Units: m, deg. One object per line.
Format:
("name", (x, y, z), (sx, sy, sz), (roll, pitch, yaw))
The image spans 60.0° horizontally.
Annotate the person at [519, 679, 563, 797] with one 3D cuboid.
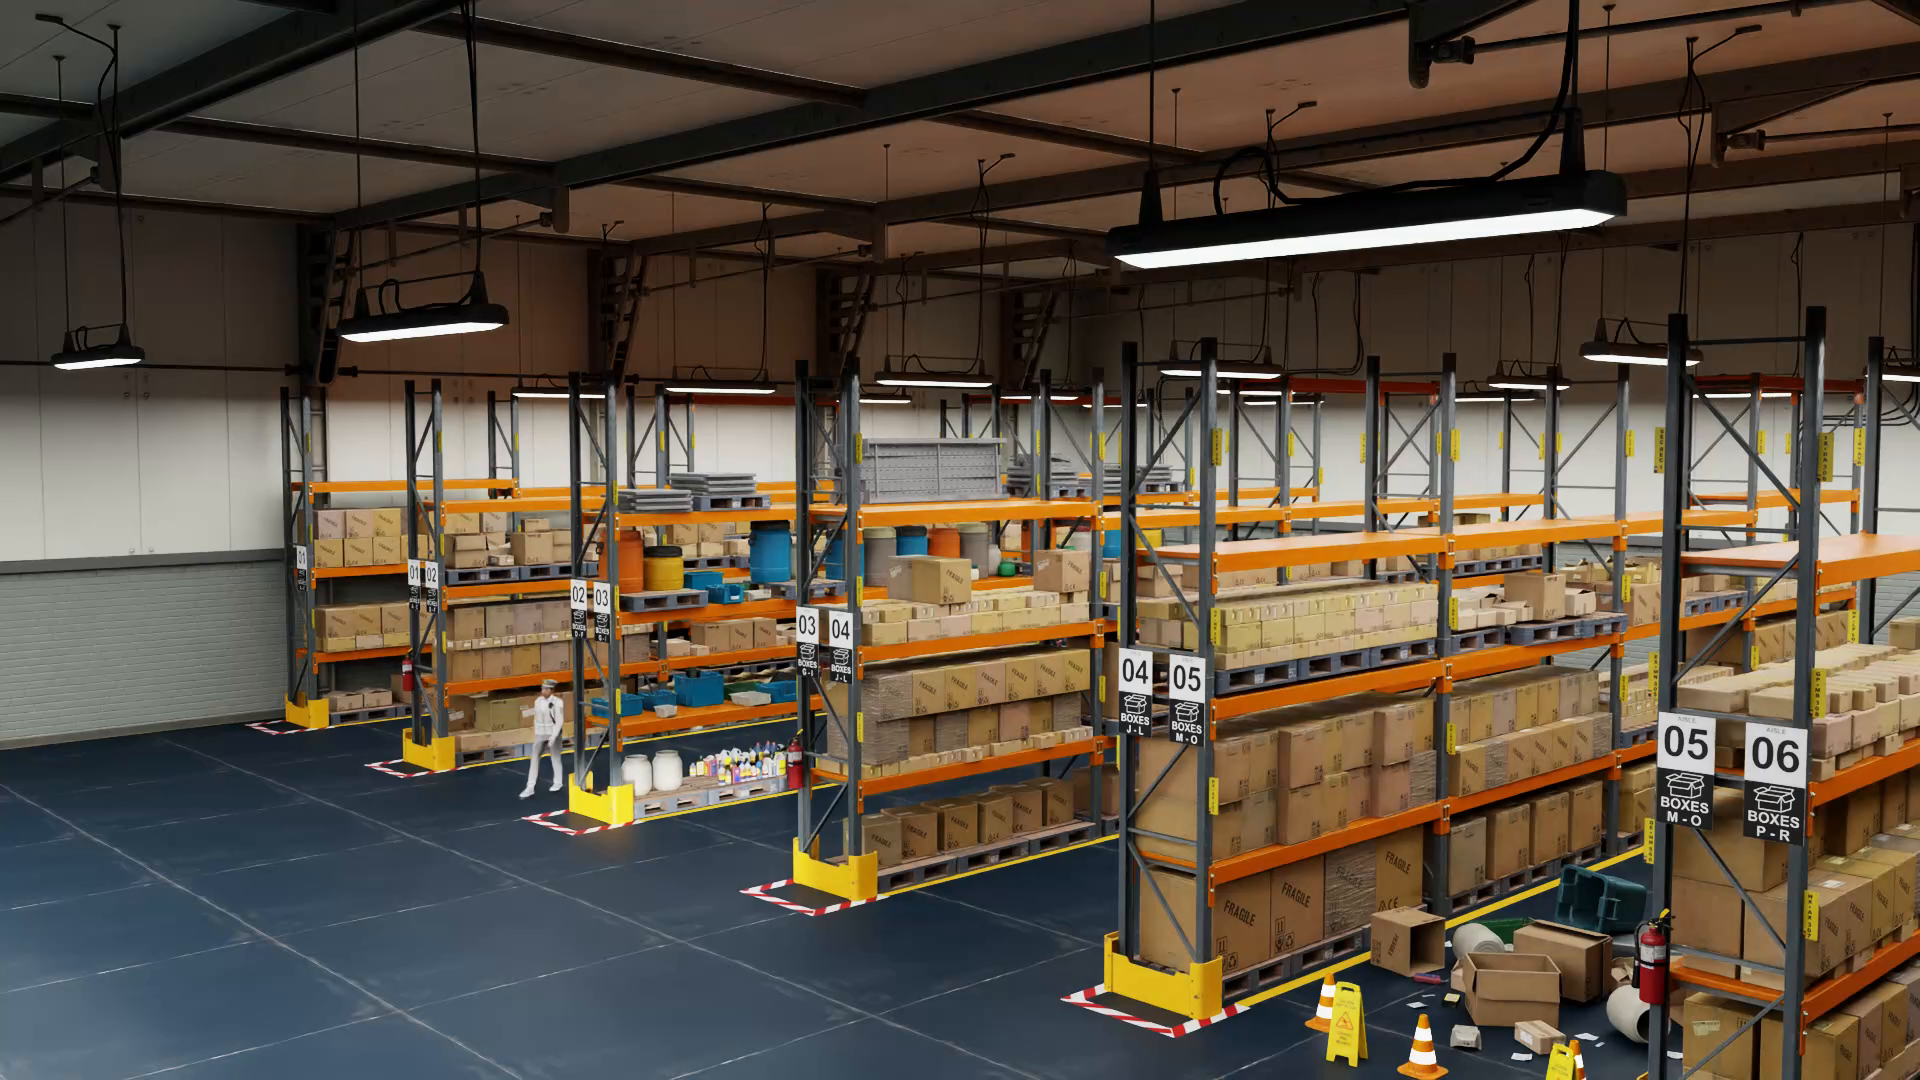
("person", (-5.920, 2.805, 23.744), (0.516, 1.648, 0.836), (1, 4, 8))
